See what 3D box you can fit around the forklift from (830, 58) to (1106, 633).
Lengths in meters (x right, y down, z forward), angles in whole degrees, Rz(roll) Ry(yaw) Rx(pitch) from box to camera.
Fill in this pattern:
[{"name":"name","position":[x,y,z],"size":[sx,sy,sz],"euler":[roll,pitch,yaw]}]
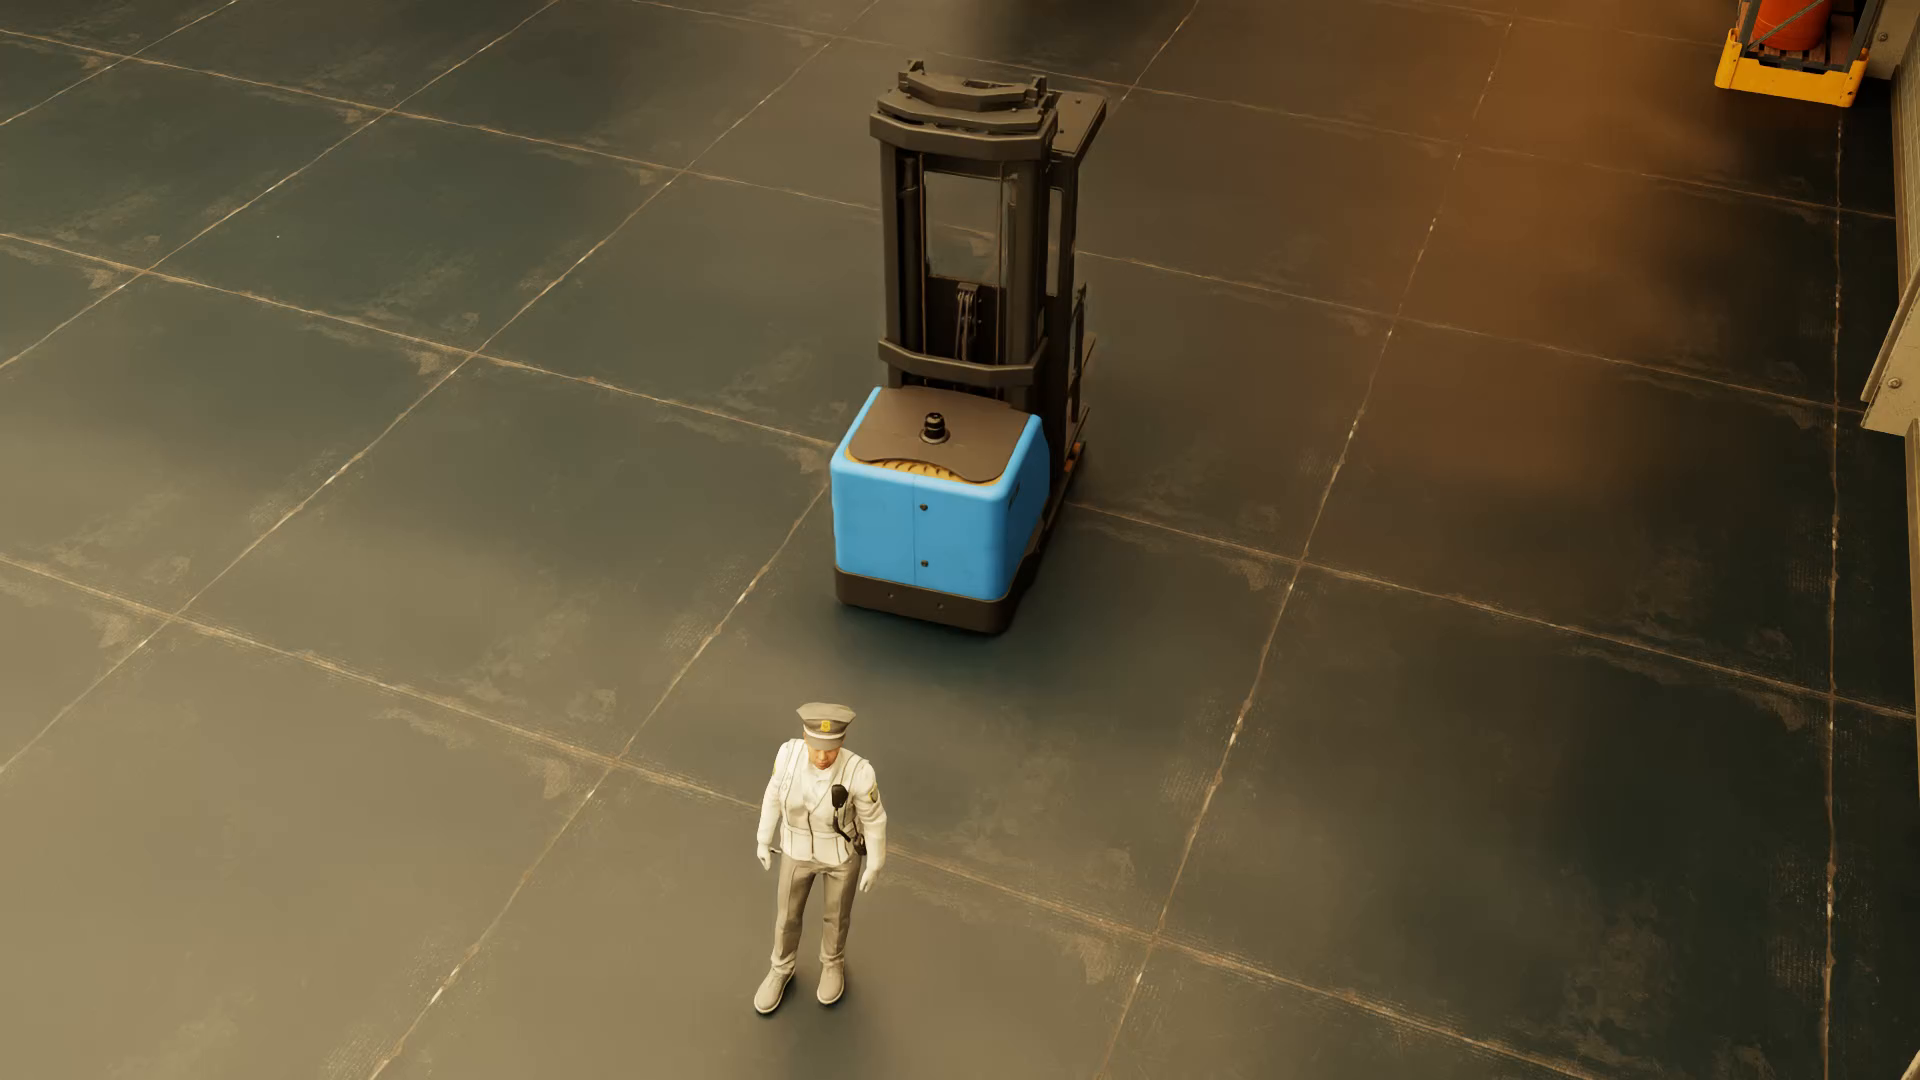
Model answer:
[{"name":"forklift","position":[0.185,-1.545,9.852],"size":[1.130,2.935,3.031],"euler":[11,41,13]}]

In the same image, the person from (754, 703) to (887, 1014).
[{"name":"person","position":[-0.624,1.405,7.280],"size":[0.586,1.695,0.532],"euler":[8,41,10]}]
